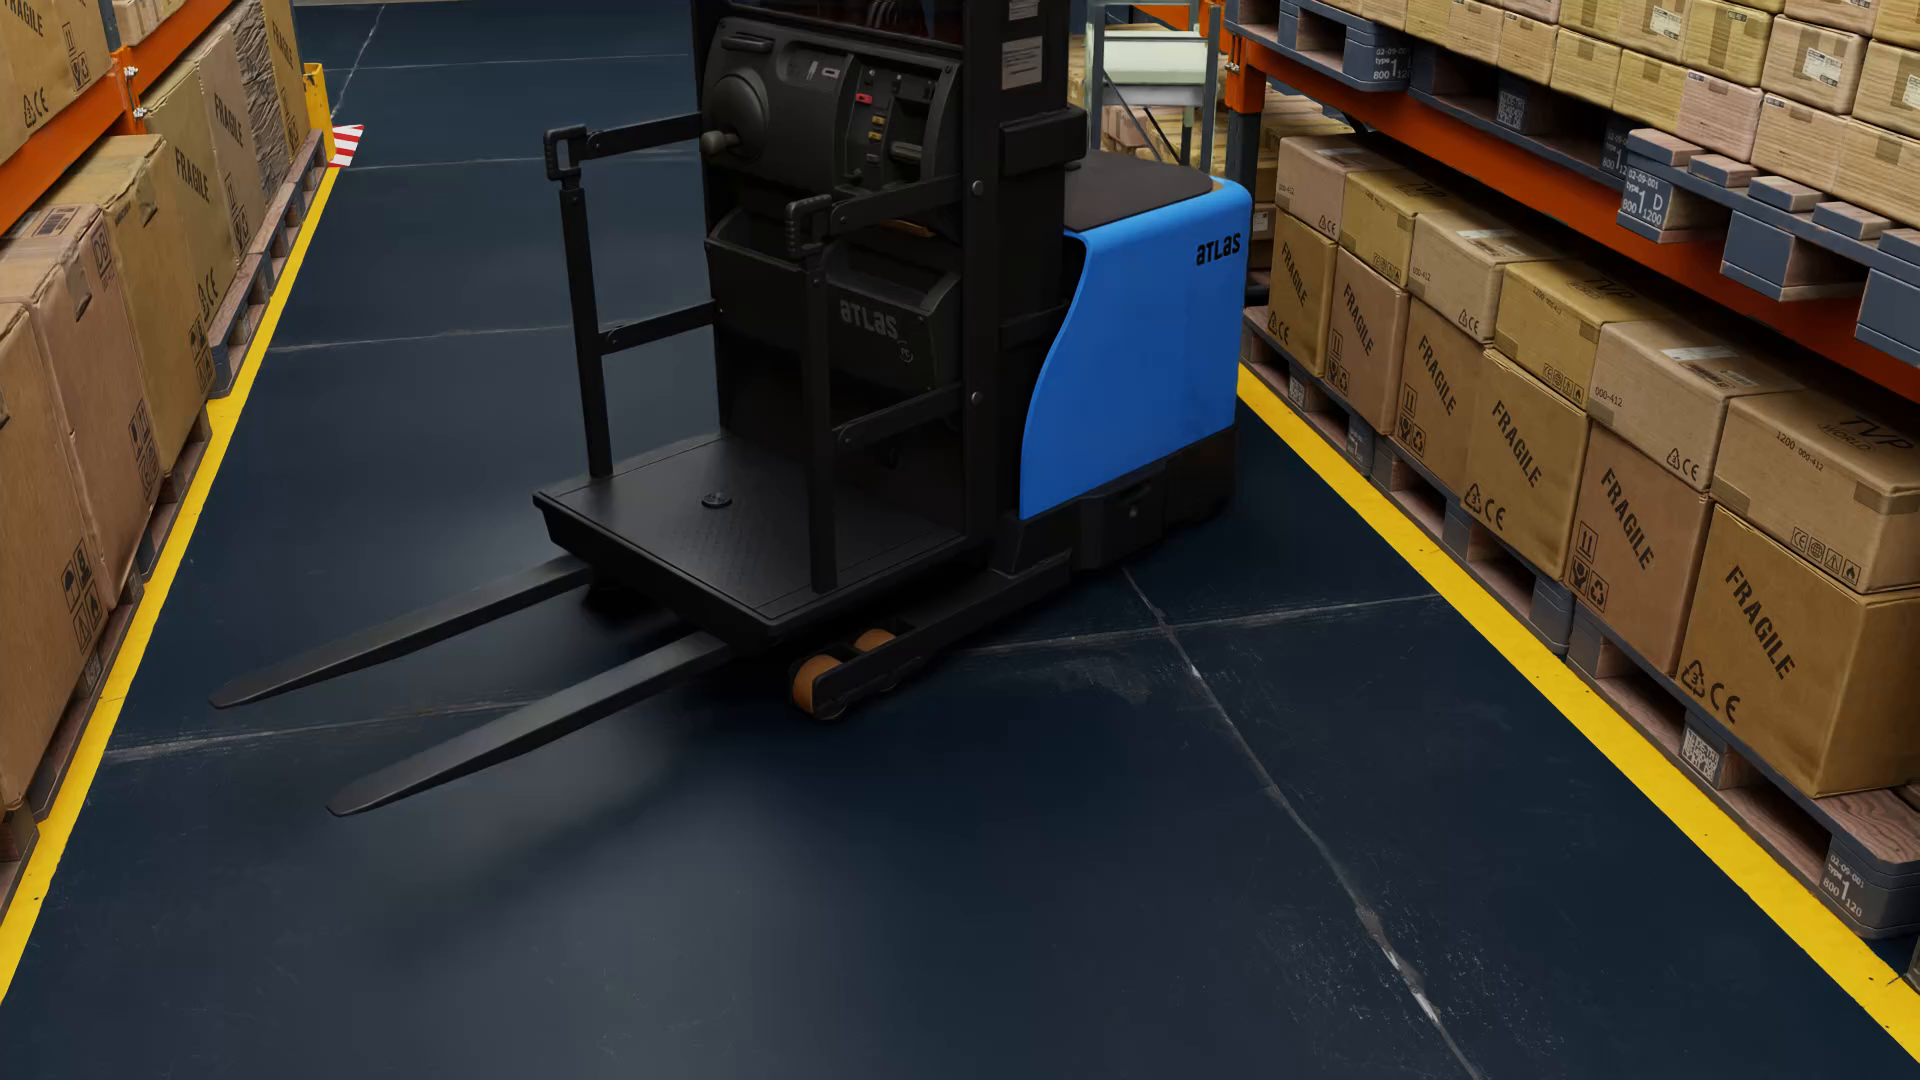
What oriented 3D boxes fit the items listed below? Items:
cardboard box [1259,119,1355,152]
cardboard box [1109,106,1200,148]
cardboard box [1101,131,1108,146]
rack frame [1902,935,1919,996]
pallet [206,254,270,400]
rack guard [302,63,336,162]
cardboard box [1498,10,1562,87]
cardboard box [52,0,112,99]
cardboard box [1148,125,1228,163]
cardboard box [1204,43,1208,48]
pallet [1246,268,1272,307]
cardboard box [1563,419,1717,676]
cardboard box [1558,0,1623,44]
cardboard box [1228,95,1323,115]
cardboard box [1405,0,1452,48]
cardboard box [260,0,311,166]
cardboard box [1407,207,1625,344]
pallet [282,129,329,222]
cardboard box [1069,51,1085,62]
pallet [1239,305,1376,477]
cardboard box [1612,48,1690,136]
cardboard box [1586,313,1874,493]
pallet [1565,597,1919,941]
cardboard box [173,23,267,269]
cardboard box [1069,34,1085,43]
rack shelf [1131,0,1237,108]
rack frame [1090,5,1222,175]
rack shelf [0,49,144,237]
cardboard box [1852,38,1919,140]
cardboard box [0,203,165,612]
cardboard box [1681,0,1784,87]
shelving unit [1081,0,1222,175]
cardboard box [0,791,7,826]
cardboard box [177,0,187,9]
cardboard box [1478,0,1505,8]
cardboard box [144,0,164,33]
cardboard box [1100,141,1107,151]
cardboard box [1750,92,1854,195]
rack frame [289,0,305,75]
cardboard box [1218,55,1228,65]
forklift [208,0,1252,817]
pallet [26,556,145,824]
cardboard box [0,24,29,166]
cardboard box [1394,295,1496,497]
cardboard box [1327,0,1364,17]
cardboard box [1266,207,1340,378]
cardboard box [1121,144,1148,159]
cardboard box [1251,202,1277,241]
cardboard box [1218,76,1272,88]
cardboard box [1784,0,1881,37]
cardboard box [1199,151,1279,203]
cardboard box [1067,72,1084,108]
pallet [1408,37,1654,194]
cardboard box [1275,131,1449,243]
[{"bbox_3d":[1.566,-1.793,7.511,0.380,0.149,0.250,-6,27,-12],"label":"cardboard box"},{"bbox_3d":[0.925,-1.966,7.853,0.380,0.149,0.250,-7,28,-14],"label":"cardboard box"},{"bbox_3d":[0.923,-2.065,8.381,0.380,0.149,0.250,-5,27,-9],"label":"cardboard box"},{"bbox_3d":[2.453,-0.451,2.815,1.000,3.000,0.127,-6,27,-12],"label":"rack frame"},{"bbox_3d":[-3.399,-0.845,6.690,1.003,0.211,1.213,-6,27,-12],"label":"pallet"},{"bbox_3d":[-4.211,-2.399,9.448,1.175,0.500,0.348,-6,27,-12],"label":"rack guard"},{"bbox_3d":[1.610,-1.260,4.231,0.380,0.149,0.250,-5,27,-10],"label":"cardboard box"},{"bbox_3d":[-2.932,-1.615,5.010,0.500,0.500,0.500,-6,27,-11],"label":"cardboard box"},{"bbox_3d":[1.058,-1.734,7.394,0.380,0.149,0.250,-6,27,-12],"label":"cardboard box"},{"bbox_3d":[1.199,-2.720,9.348,0.380,0.149,0.250,-7,28,-13],"label":"cardboard box"},{"bbox_3d":[1.366,-1.254,7.500,1.003,0.211,1.213,-6,27,-12],"label":"pallet"},{"bbox_3d":[1.936,-0.014,4.256,0.500,0.500,0.500,-5,27,-10],"label":"cardboard box"},{"bbox_3d":[1.664,-1.282,3.943,0.380,0.149,0.250,-6,27,-12],"label":"cardboard box"},{"bbox_3d":[1.507,-2.025,7.971,0.380,0.149,0.250,-5,27,-10],"label":"cardboard box"},{"bbox_3d":[1.492,-1.490,4.687,0.380,0.149,0.250,-6,27,-13],"label":"cardboard box"},{"bbox_3d":[-3.983,-2.470,8.707,0.875,0.875,0.875,-6,27,-12],"label":"cardboard box"},{"bbox_3d":[1.694,-0.805,4.991,0.500,0.250,0.500,-5,27,-10],"label":"cardboard box"},{"bbox_3d":[-3.949,-1.916,8.812,1.003,0.211,1.213,-6,27,-12],"label":"pallet"},{"bbox_3d":[0.685,-2.546,9.004,0.380,0.149,0.250,-7,28,-14],"label":"cardboard box"},{"bbox_3d":[1.728,-0.621,6.246,1.003,0.211,1.213,-6,27,-12],"label":"pallet"},{"bbox_3d":[1.729,-1.028,3.771,0.380,0.149,0.250,-6,27,-12],"label":"cardboard box"},{"bbox_3d":[1.919,-0.352,4.094,0.500,0.250,0.500,-6,27,-11],"label":"cardboard box"},{"bbox_3d":[2.278,0.450,4.124,1.003,0.211,1.213,-6,27,-12],"label":"pallet"},{"bbox_3d":[-3.577,-1.680,7.141,0.875,0.875,0.875,-6,27,-12],"label":"cardboard box"},{"bbox_3d":[0.616,-2.770,9.447,0.380,0.149,0.250,-5,27,-11],"label":"cardboard box"},{"bbox_3d":[1.101,-2.764,8.196,1.077,0.370,4.000,-6,27,-12],"label":"rack shelf"},{"bbox_3d":[0.630,-1.029,5.625,0.400,1.500,0.023,1,27,2],"label":"rack frame"},{"bbox_3d":[-2.853,-0.549,3.807,1.077,0.370,4.000,-6,27,-12],"label":"rack shelf"},{"bbox_3d":[1.898,-0.830,3.048,0.380,0.149,0.250,-5,27,-11],"label":"cardboard box"},{"bbox_3d":[-2.938,-0.316,4.439,1.225,0.875,0.875,-7,28,-13],"label":"cardboard box"},{"bbox_3d":[1.774,-1.062,3.508,0.380,0.149,0.250,-5,27,-10],"label":"cardboard box"},{"bbox_3d":[0.645,-1.194,5.951,0.431,1.500,0.755,1,27,2],"label":"shelving unit"},{"bbox_3d":[-2.538,0.464,2.894,1.225,0.875,0.875,-7,28,-14],"label":"cardboard box"},{"bbox_3d":[-3.226,-2.146,6.451,0.380,0.149,0.250,-7,28,-13],"label":"cardboard box"},{"bbox_3d":[1.547,-1.509,4.394,0.380,0.149,0.250,-6,28,-13],"label":"cardboard box"},{"bbox_3d":[-3.106,-1.915,5.994,0.380,0.149,0.250,-7,28,-13],"label":"cardboard box"},{"bbox_3d":[0.818,-1.938,8.458,0.380,0.149,0.250,-6,27,-12],"label":"cardboard box"},{"bbox_3d":[1.840,-0.806,3.330,0.380,0.149,0.250,-6,27,-12],"label":"cardboard box"},{"bbox_3d":[-4.205,-3.504,8.863,1.000,3.000,0.127,-6,27,-12],"label":"rack frame"},{"bbox_3d":[1.310,-2.488,8.887,0.380,0.149,0.250,-5,27,-10],"label":"cardboard box"},{"bbox_3d":[-0.504,-1.104,4.184,3.031,2.935,1.130,-24,35,-39],"label":"forklift"},{"bbox_3d":[-2.778,0.365,4.294,1.003,0.211,1.213,-6,27,-12],"label":"pallet"},{"bbox_3d":[-2.703,-1.169,4.125,0.500,0.500,0.500,-6,27,-12],"label":"cardboard box"},{"bbox_3d":[1.712,-0.467,5.154,0.500,0.500,0.500,-5,27,-11],"label":"cardboard box"},{"bbox_3d":[1.368,-1.721,5.144,0.380,0.149,0.250,-6,27,-11],"label":"cardboard box"},{"bbox_3d":[1.459,-0.928,6.067,0.500,0.500,0.500,-5,27,-10],"label":"cardboard box"},{"bbox_3d":[0.983,-1.824,7.903,0.380,0.149,0.250,-5,27,-10],"label":"cardboard box"},{"bbox_3d":[1.171,-1.361,6.985,0.380,0.149,0.250,-5,27,-11],"label":"cardboard box"},{"bbox_3d":[1.348,-2.249,8.414,0.380,0.149,0.250,-6,27,-11],"label":"cardboard box"},{"bbox_3d":[1.841,-1.071,3.196,0.380,0.149,0.250,-6,27,-12],"label":"cardboard box"},{"bbox_3d":[1.218,-1.517,6.965,0.380,0.149,0.250,-5,27,-10],"label":"cardboard box"},{"bbox_3d":[0.753,-2.303,8.522,0.380,0.149,0.250,-6,27,-11],"label":"cardboard box"},{"bbox_3d":[1.967,-1.231,4.572,1.003,0.211,1.213,-6,27,-12],"label":"pallet"},{"bbox_3d":[1.460,-1.262,5.898,0.500,0.250,0.500,-7,28,-14],"label":"cardboard box"}]
